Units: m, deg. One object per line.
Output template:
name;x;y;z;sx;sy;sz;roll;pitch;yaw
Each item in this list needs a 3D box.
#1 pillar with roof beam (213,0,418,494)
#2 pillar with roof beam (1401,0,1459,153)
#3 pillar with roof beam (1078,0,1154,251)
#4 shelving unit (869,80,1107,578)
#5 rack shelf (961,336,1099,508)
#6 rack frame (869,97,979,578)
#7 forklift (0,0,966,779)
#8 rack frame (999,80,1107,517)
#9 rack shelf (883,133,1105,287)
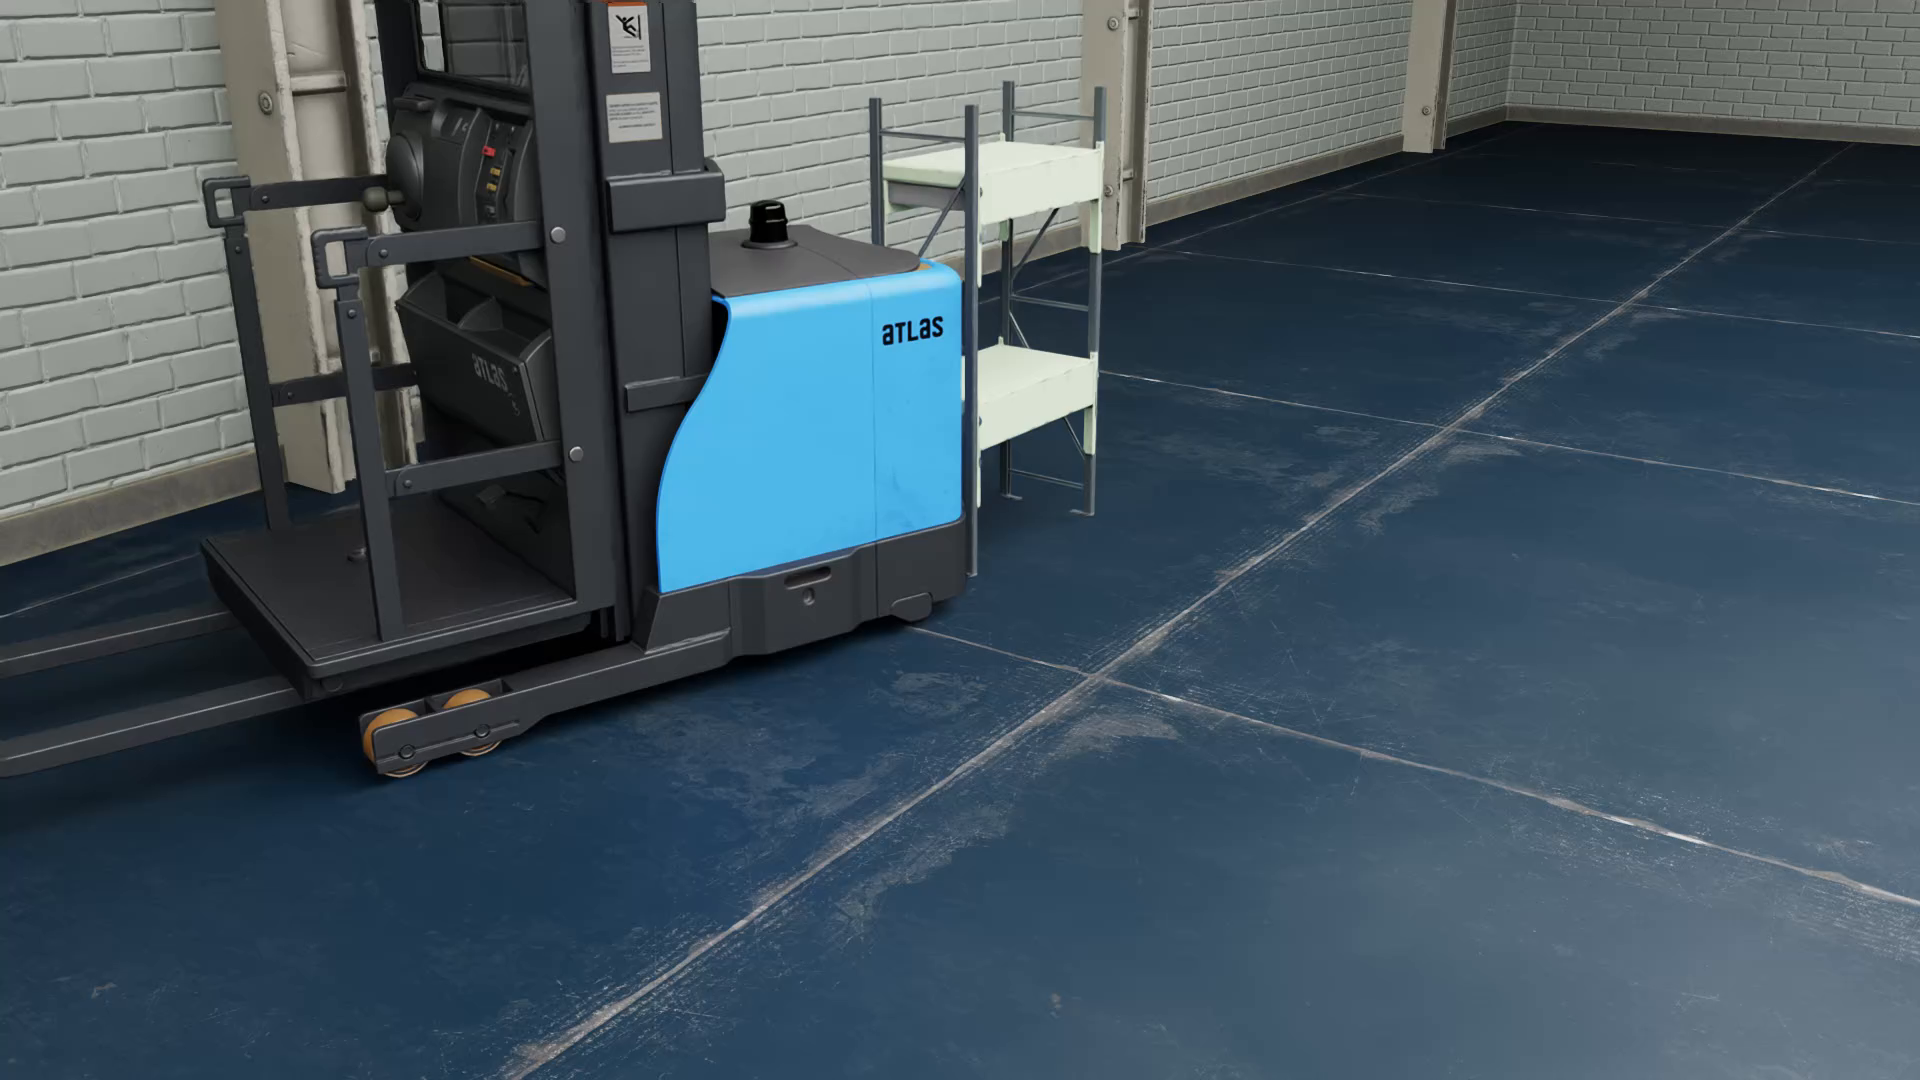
pillar with roof beam;1.197;-3.640;2.635;9.100;9.000;0.400;13;24;32
pillar with roof beam;7.943;-7.083;11.944;9.100;9.000;0.400;13;24;32
pillar with roof beam;4.570;-5.362;7.290;9.100;9.000;0.400;13;24;32
shelving unit;0.102;-0.725;5.564;0.431;1.500;0.755;14;25;33
rack shelf;0.102;-0.420;5.677;0.431;0.370;0.720;14;25;33
rack frame;-0.112;-0.622;5.286;0.400;1.500;0.023;14;25;33
forklift;-1.471;-0.989;4.214;3.031;2.935;1.130;-14;25;-34
rack frame;0.316;-0.828;5.843;0.400;1.500;0.023;14;25;33
rack shelf;0.102;-1.091;5.429;0.431;0.370;0.720;14;25;33
